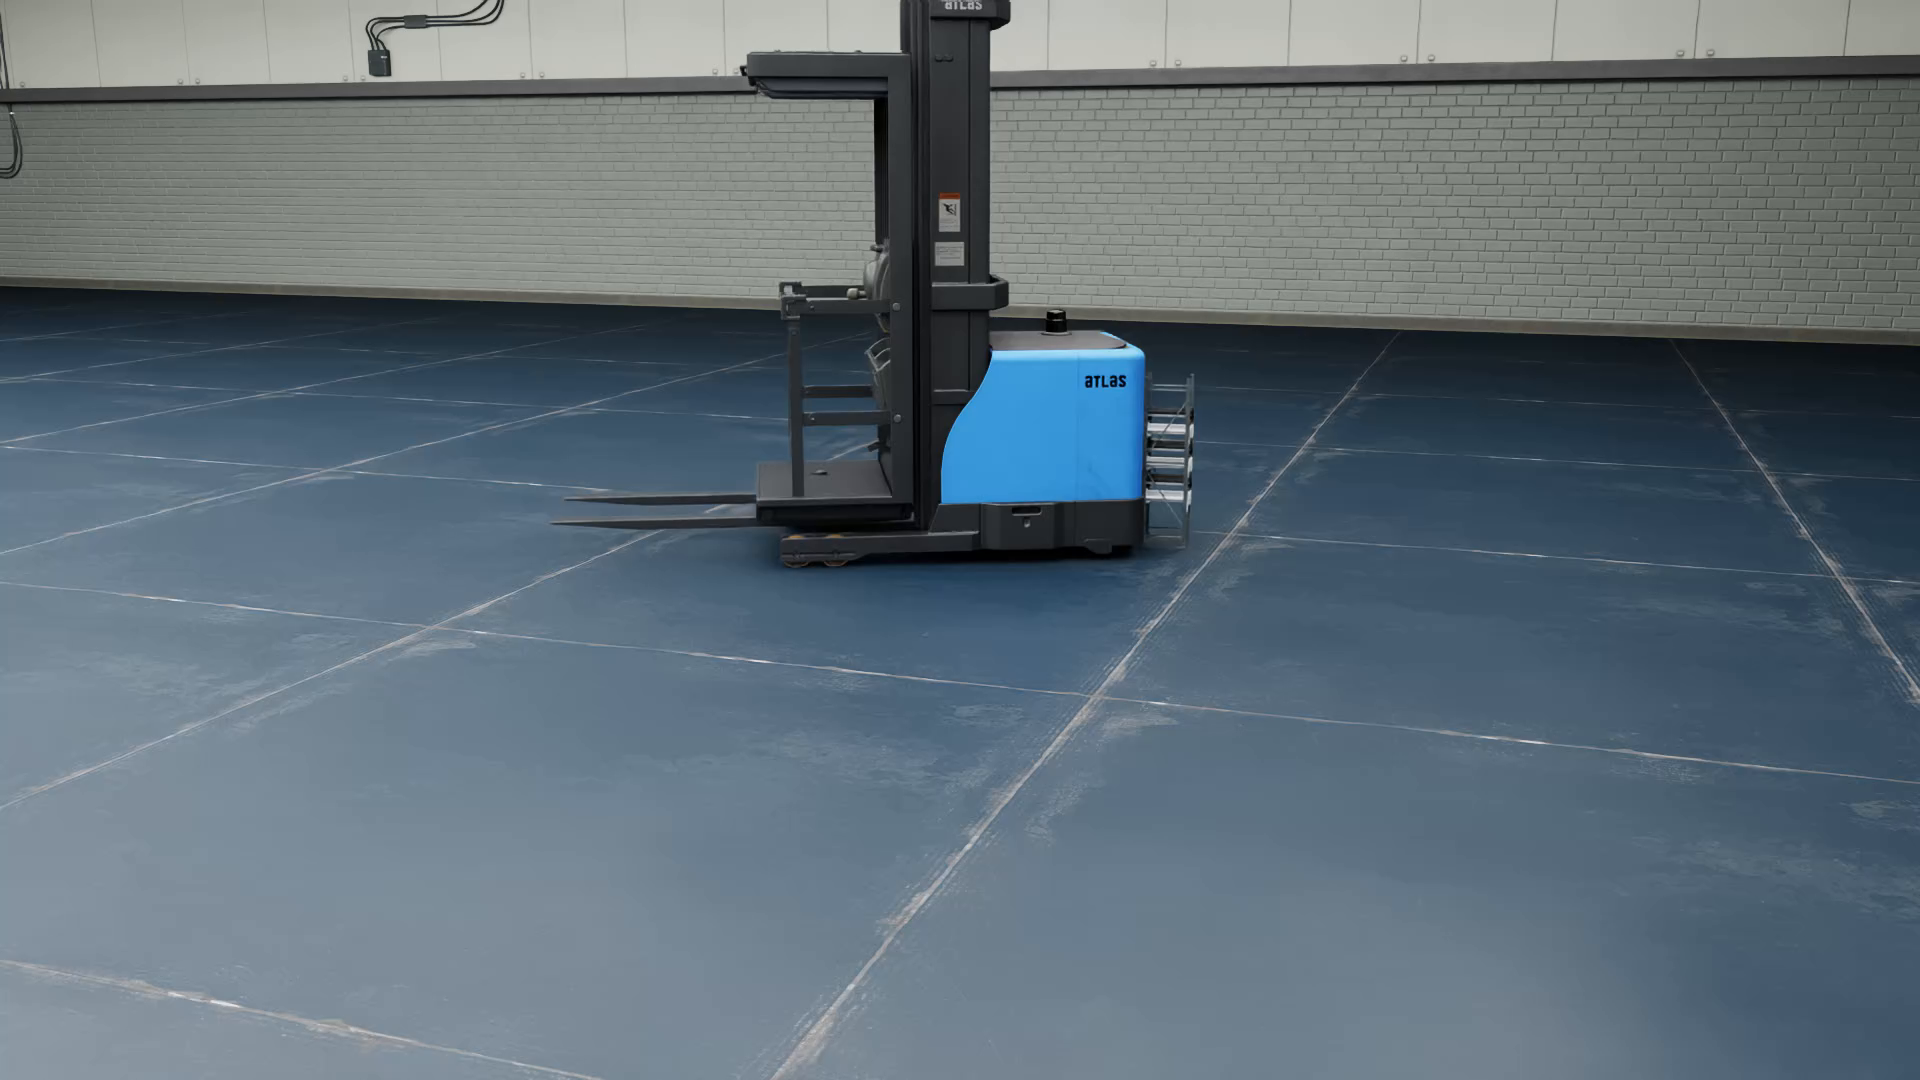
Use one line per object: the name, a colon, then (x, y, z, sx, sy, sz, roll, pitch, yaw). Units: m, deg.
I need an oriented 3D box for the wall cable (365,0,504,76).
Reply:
wall cable: (-7.430, -9.562, 23.016, 2.305, 6.003, 0.169, 4, 14, 18)

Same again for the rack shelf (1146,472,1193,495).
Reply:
rack shelf: (1.098, -0.302, 8.837, 0.258, 0.077, 0.200, 3, 12, 12)

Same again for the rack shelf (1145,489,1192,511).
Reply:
rack shelf: (1.098, -0.214, 8.856, 0.258, 0.077, 0.200, 3, 12, 12)

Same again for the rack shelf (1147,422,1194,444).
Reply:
rack shelf: (1.099, -0.566, 8.780, 0.258, 0.077, 0.200, 3, 12, 12)

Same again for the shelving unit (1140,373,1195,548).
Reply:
shelving unit: (1.098, -0.423, 8.811, 0.258, 0.900, 0.210, 3, 12, 12)

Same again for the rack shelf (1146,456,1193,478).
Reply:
rack shelf: (1.098, -0.390, 8.818, 0.258, 0.077, 0.200, 3, 12, 12)

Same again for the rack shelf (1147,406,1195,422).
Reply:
rack shelf: (1.099, -0.654, 8.761, 0.258, 0.077, 0.200, 3, 12, 12)

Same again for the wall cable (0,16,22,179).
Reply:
wall cable: (-16.407, -7.077, 26.749, 3.097, 2.526, 0.112, 4, 14, 18)

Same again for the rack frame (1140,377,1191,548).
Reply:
rack frame: (1.076, -0.402, 8.714, 0.240, 0.900, 0.006, 3, 12, 12)

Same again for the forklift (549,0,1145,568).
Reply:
forklift: (-0.602, -1.411, 8.581, 3.031, 2.935, 1.130, -1, 13, -6)

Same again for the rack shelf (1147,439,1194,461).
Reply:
rack shelf: (1.099, -0.478, 8.799, 0.258, 0.077, 0.200, 3, 12, 12)

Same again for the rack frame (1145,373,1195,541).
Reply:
rack frame: (1.121, -0.443, 8.908, 0.240, 0.900, 0.006, 3, 12, 12)
